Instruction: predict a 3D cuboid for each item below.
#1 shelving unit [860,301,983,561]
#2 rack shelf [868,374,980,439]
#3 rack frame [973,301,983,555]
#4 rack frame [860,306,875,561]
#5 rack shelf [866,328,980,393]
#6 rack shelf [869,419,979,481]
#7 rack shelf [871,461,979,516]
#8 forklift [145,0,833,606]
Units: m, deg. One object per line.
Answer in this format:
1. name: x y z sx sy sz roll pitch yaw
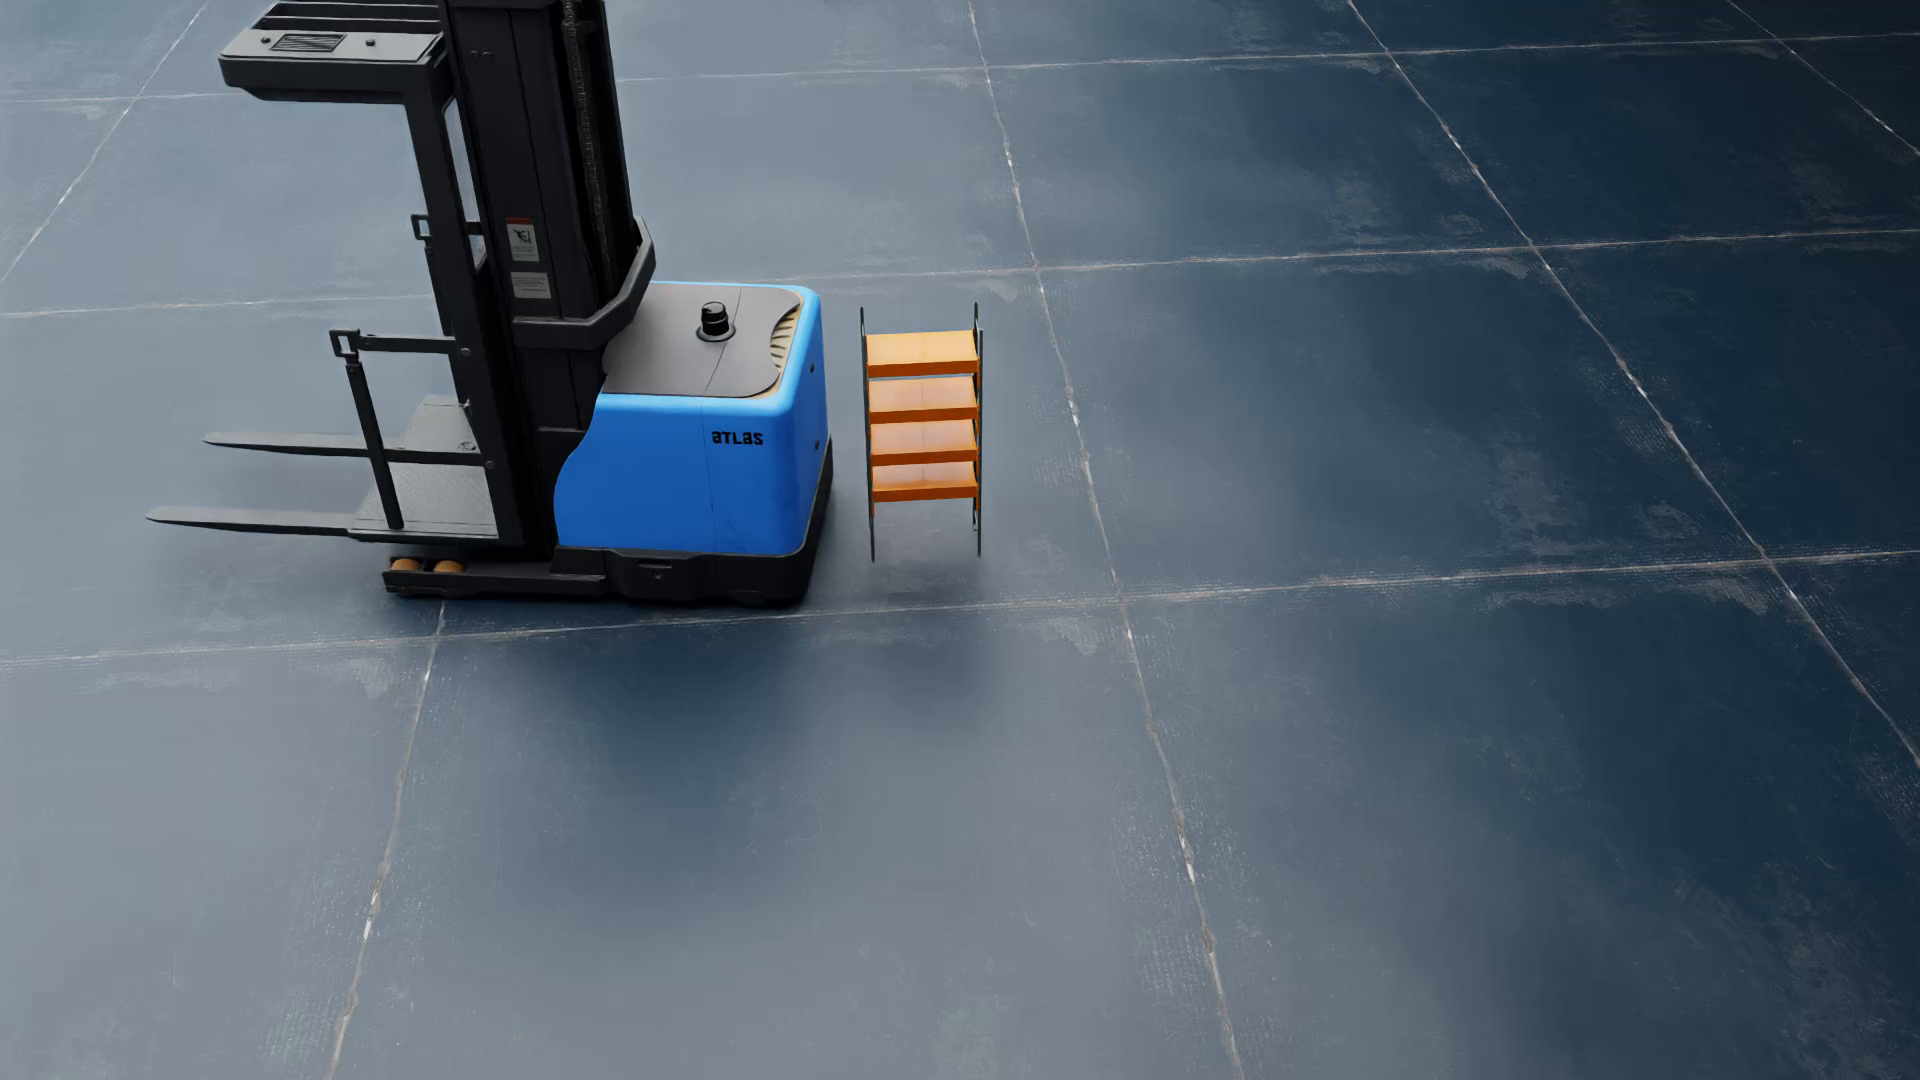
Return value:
1. shelving unit: -0.165 -0.462 7.367 0.503 1.200 0.258 -3 38 -4
2. rack shelf: -0.165 -0.585 7.270 0.480 0.148 0.258 -3 38 -4
3. rack frame: 0.078 -0.475 7.384 0.015 1.200 0.240 -3 38 -4
4. rack frame: -0.408 -0.449 7.350 0.015 1.200 0.240 -3 38 -4
5. rack shelf: -0.165 -0.770 7.123 0.480 0.148 0.258 -3 38 -4
6. rack shelf: -0.165 -0.409 7.409 0.480 0.148 0.258 -3 38 -4
7. rack shelf: -0.165 -0.253 7.532 0.480 0.148 0.258 -3 38 -4
8. forklift: -2.153 -1.217 6.927 3.031 2.935 1.130 2 38 3
